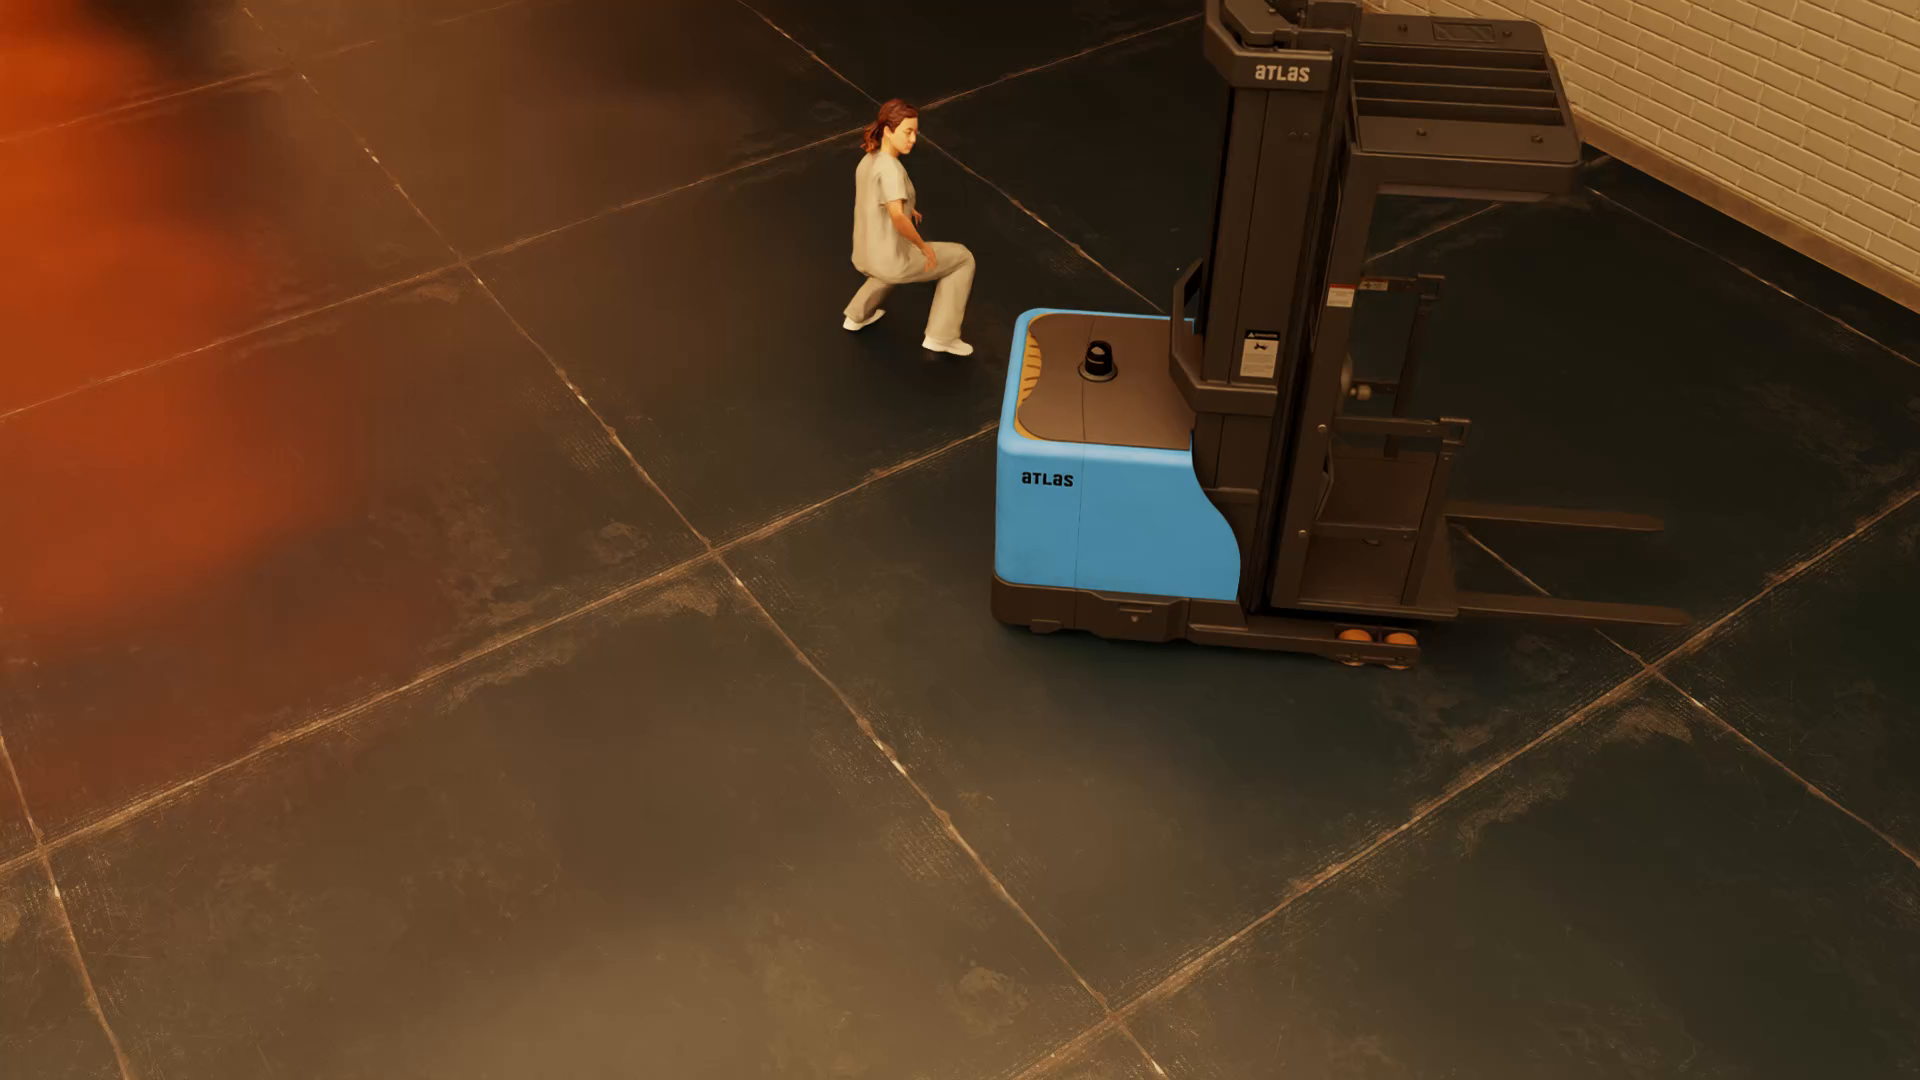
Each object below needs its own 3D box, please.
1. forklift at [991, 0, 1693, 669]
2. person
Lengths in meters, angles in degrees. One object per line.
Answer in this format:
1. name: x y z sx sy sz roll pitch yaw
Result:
1. forklift: 1.692 -0.896 6.687 3.031 2.935 1.130 4 43 5
2. person: -0.297 -1.558 8.558 0.598 1.447 0.764 -25 48 -25
